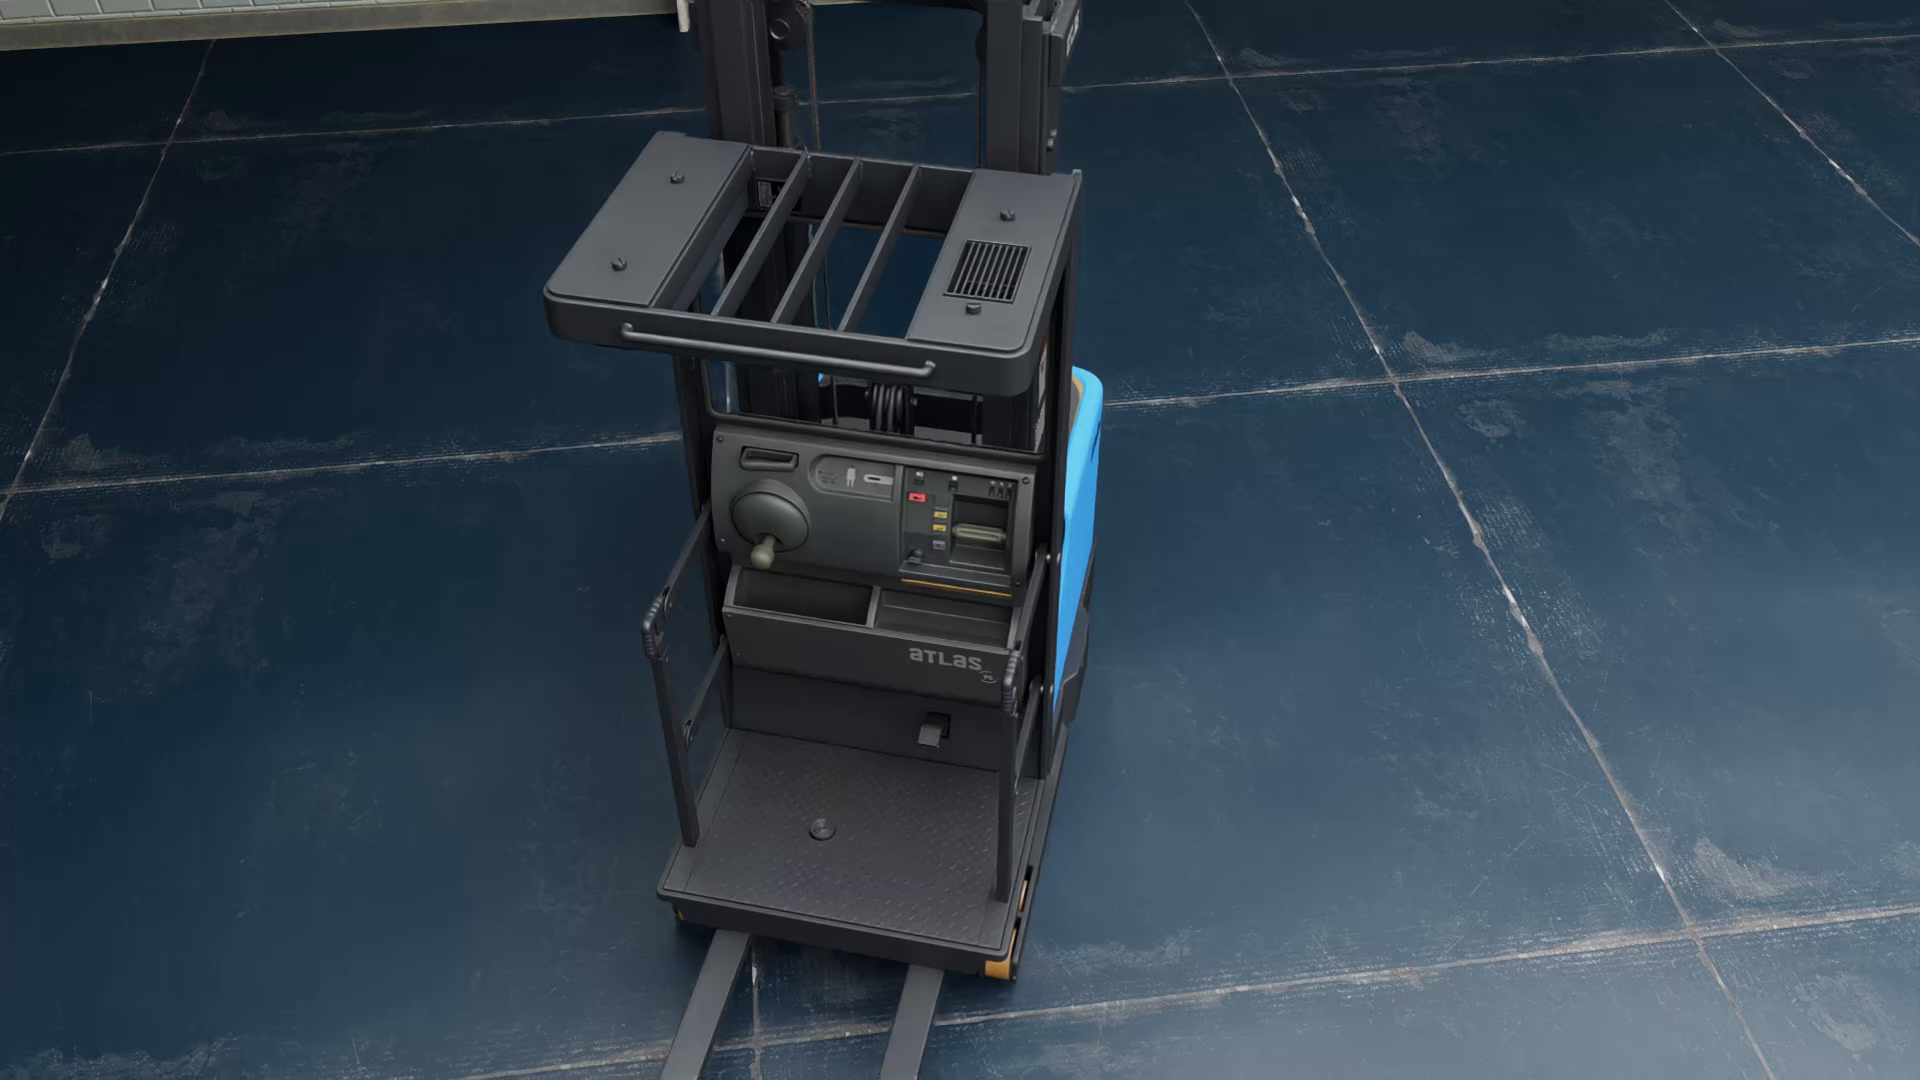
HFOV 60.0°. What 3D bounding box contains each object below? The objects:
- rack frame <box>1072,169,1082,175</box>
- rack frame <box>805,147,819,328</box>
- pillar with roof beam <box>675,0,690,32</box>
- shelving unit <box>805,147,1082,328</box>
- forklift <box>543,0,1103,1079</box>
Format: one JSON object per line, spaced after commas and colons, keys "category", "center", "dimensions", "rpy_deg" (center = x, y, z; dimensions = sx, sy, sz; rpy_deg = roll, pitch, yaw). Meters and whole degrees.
{"category": "rack frame", "center": [0.381, -0.612, 6.309], "dimensions": [0.032, 1.500, 0.500], "rpy_deg": [6, 42, 7]}
{"category": "rack frame", "center": [-0.621, -0.726, 6.435], "dimensions": [0.032, 1.500, 0.500], "rpy_deg": [6, 42, 7]}
{"category": "pillar with roof beam", "center": [-0.988, -3.721, 4.157], "dimensions": [0.400, 9.000, 9.100], "rpy_deg": [-5, 42, -6]}
{"category": "shelving unit", "center": [-0.120, -0.669, 6.372], "dimensions": [1.048, 1.500, 0.538], "rpy_deg": [6, 42, 7]}
{"category": "forklift", "center": [-0.297, 0.008, 4.552], "dimensions": [1.130, 2.935, 3.031], "rpy_deg": [8, 43, 9]}
